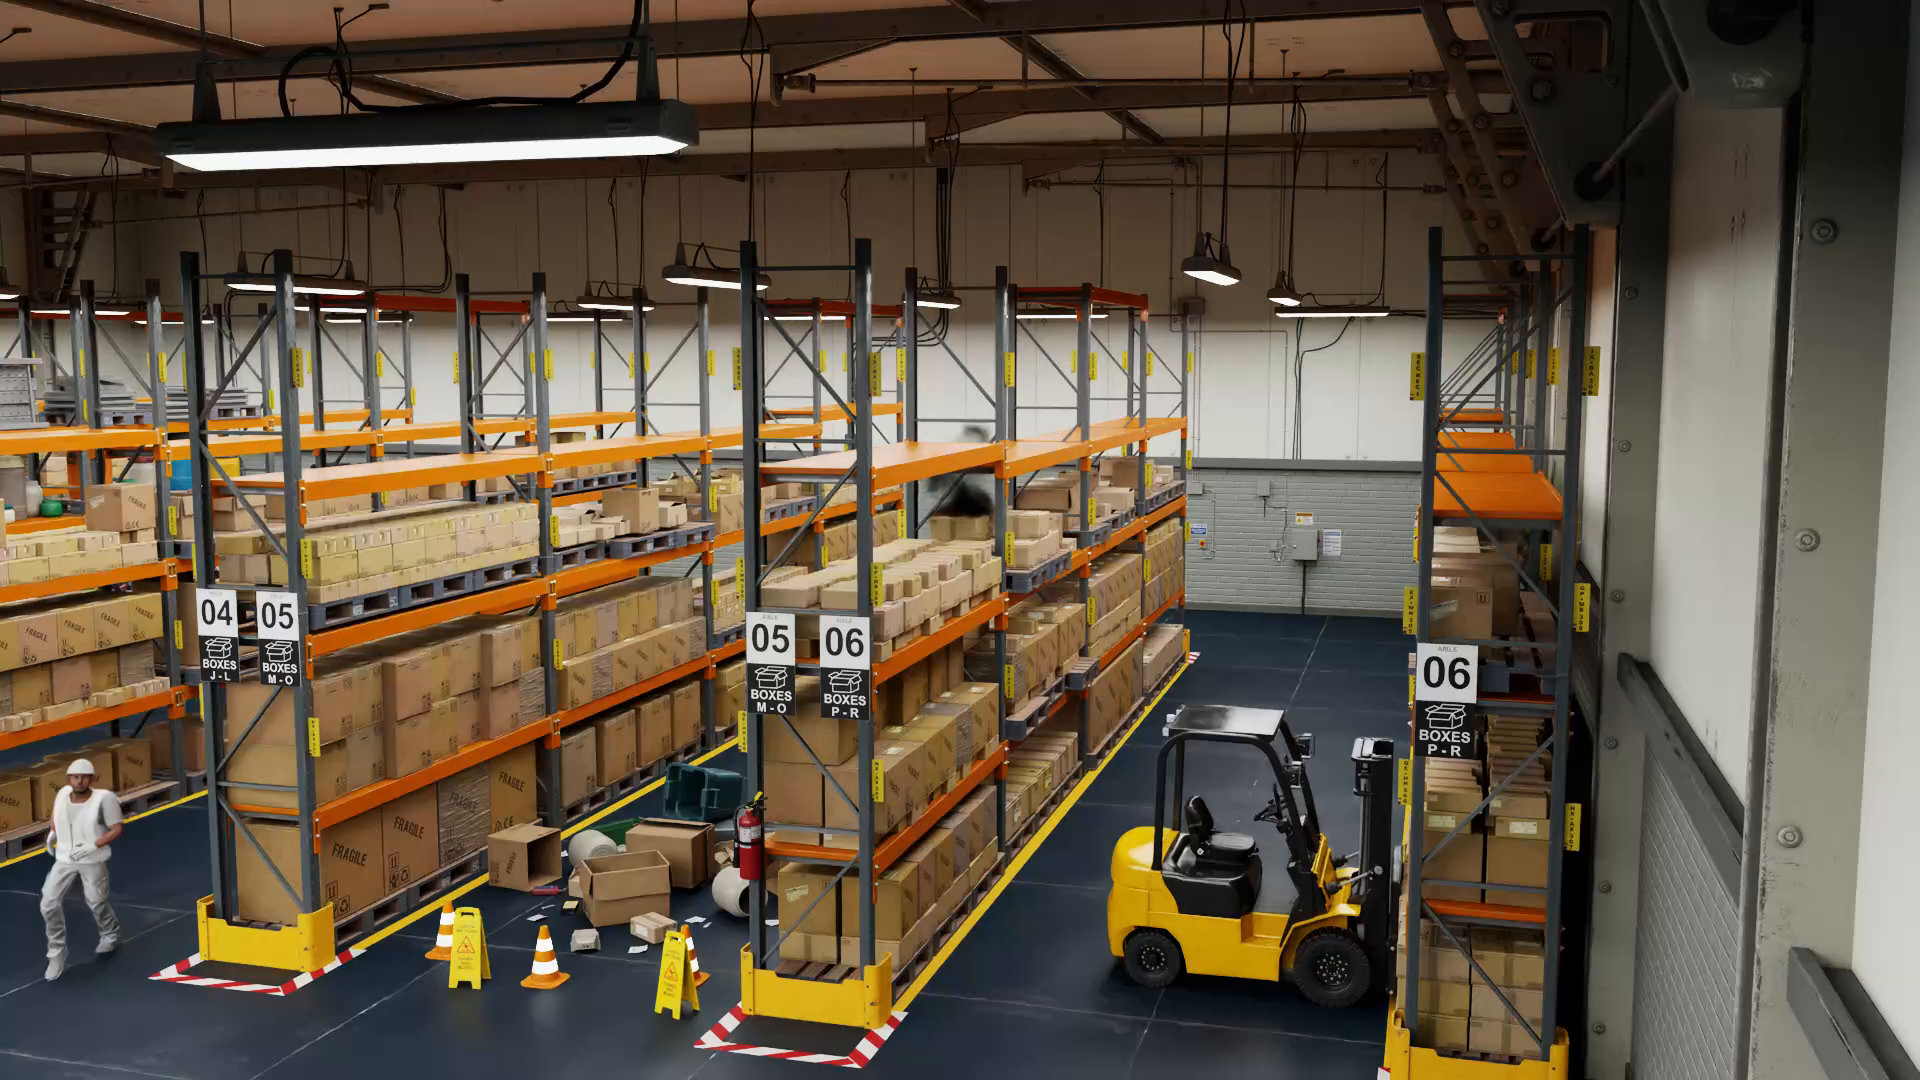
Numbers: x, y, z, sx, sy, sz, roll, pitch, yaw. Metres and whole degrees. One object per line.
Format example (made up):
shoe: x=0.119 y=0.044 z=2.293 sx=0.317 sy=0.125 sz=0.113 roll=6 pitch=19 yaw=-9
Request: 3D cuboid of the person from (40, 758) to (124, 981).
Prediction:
person: x=-7.387 y=2.729 z=14.031 sx=0.691 sy=1.817 sz=0.725 roll=0 pitch=6 yaw=0

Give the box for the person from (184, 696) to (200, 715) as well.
person: x=-10.828 y=1.750 z=23.305 sx=0.620 sy=1.632 sz=0.774 roll=1 pitch=6 yaw=6
